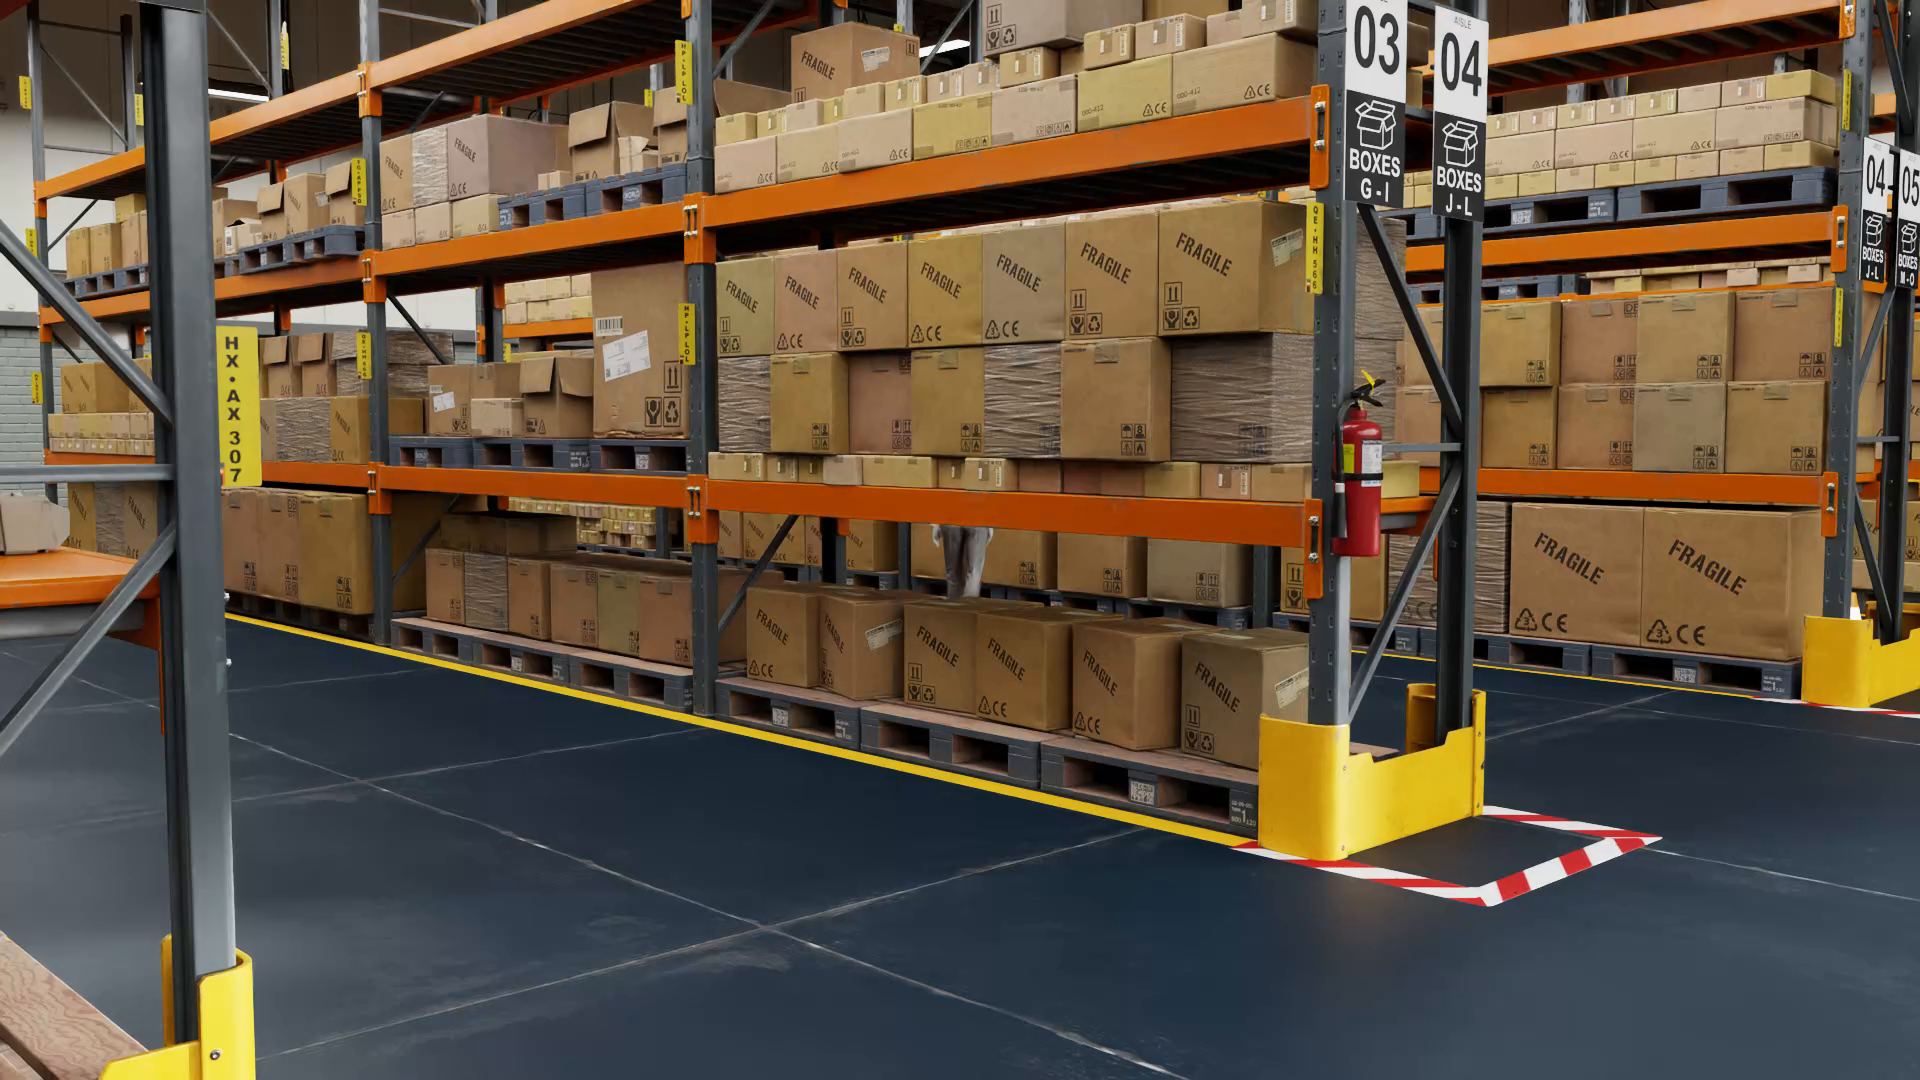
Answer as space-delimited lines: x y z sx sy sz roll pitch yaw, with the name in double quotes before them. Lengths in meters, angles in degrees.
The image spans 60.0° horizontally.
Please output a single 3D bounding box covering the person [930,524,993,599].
"person" 0.022 -0.109 12.418 0.483 1.677 0.596 0 4 6
